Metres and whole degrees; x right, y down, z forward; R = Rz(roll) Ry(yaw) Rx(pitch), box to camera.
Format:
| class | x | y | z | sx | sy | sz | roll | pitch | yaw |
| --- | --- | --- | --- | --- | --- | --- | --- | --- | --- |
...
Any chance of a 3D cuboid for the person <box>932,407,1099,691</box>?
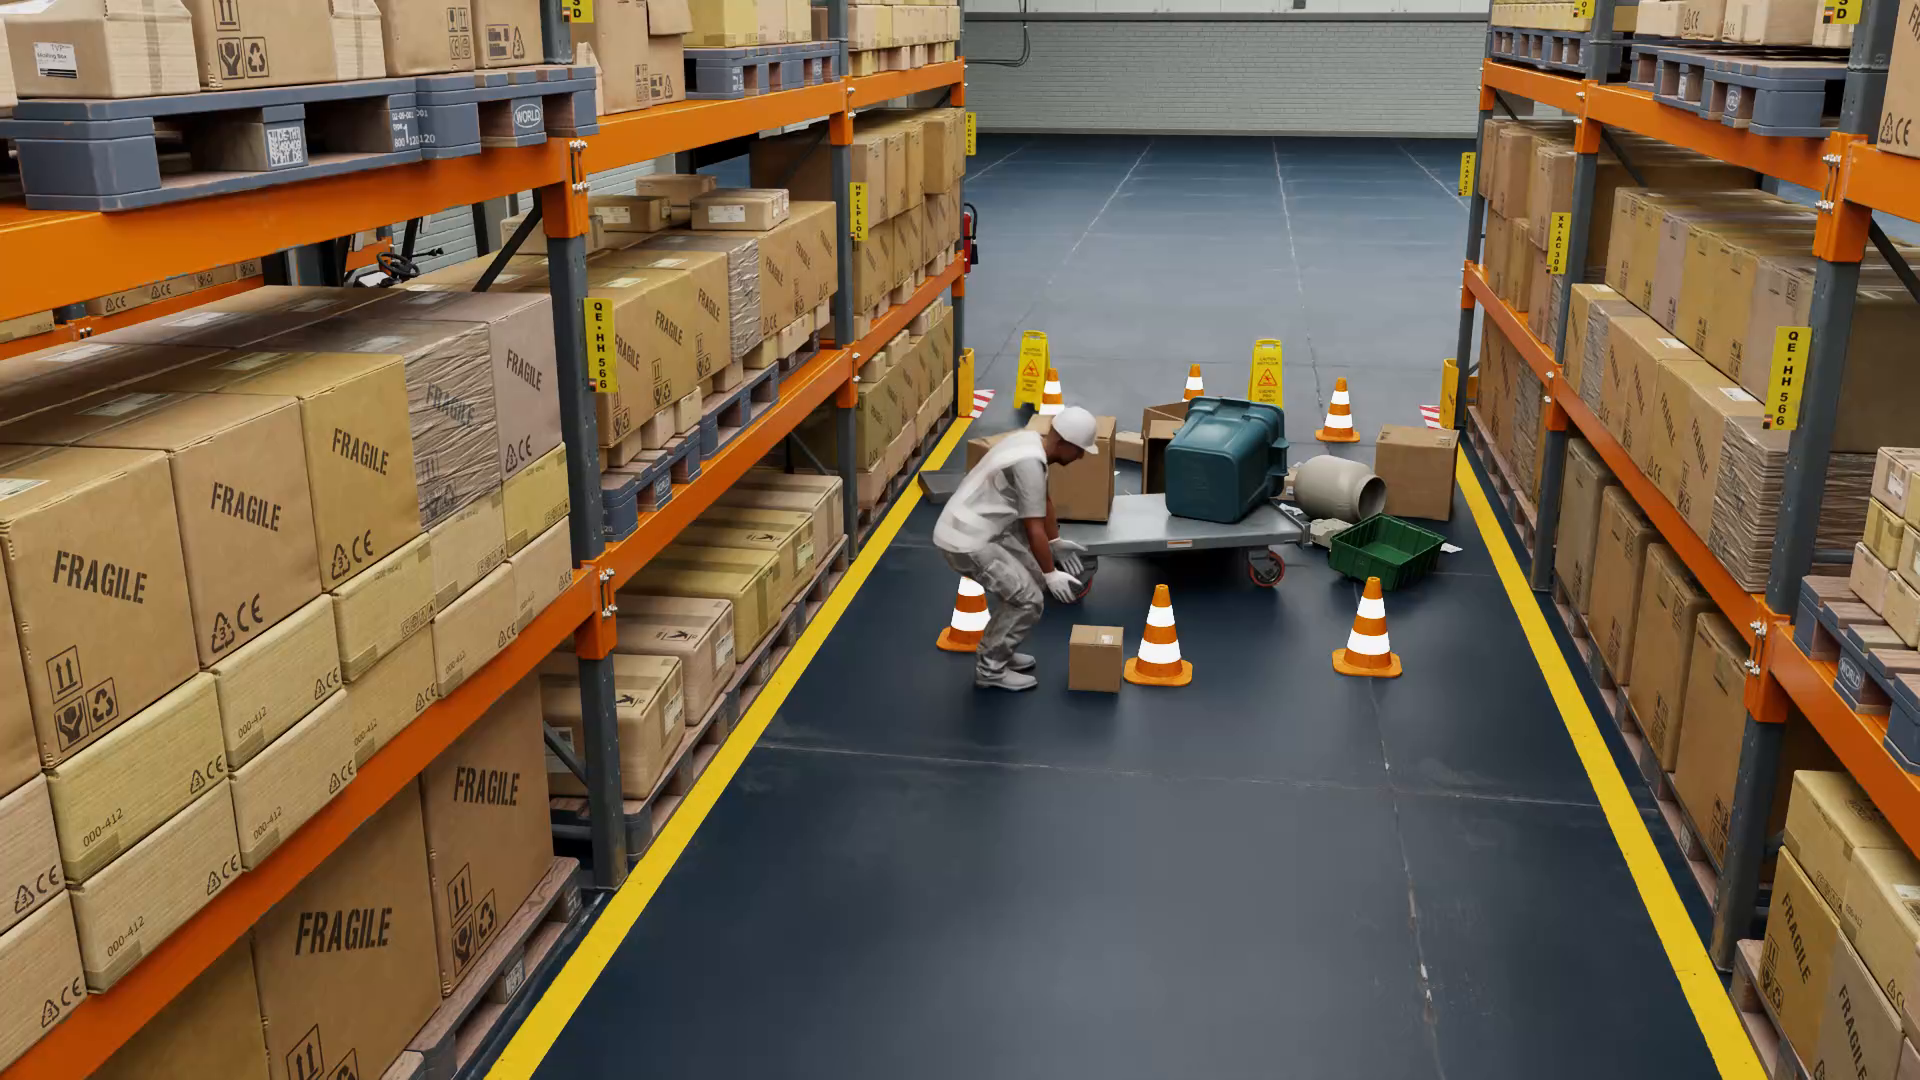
| class | x | y | z | sx | sy | sz | roll | pitch | yaw |
| --- | --- | --- | --- | --- | --- | --- | --- | --- | --- |
| person | 0.270 | 0.015 | 8.139 | 0.789 | 1.380 | 0.613 | 2 | 18 | 8 |
